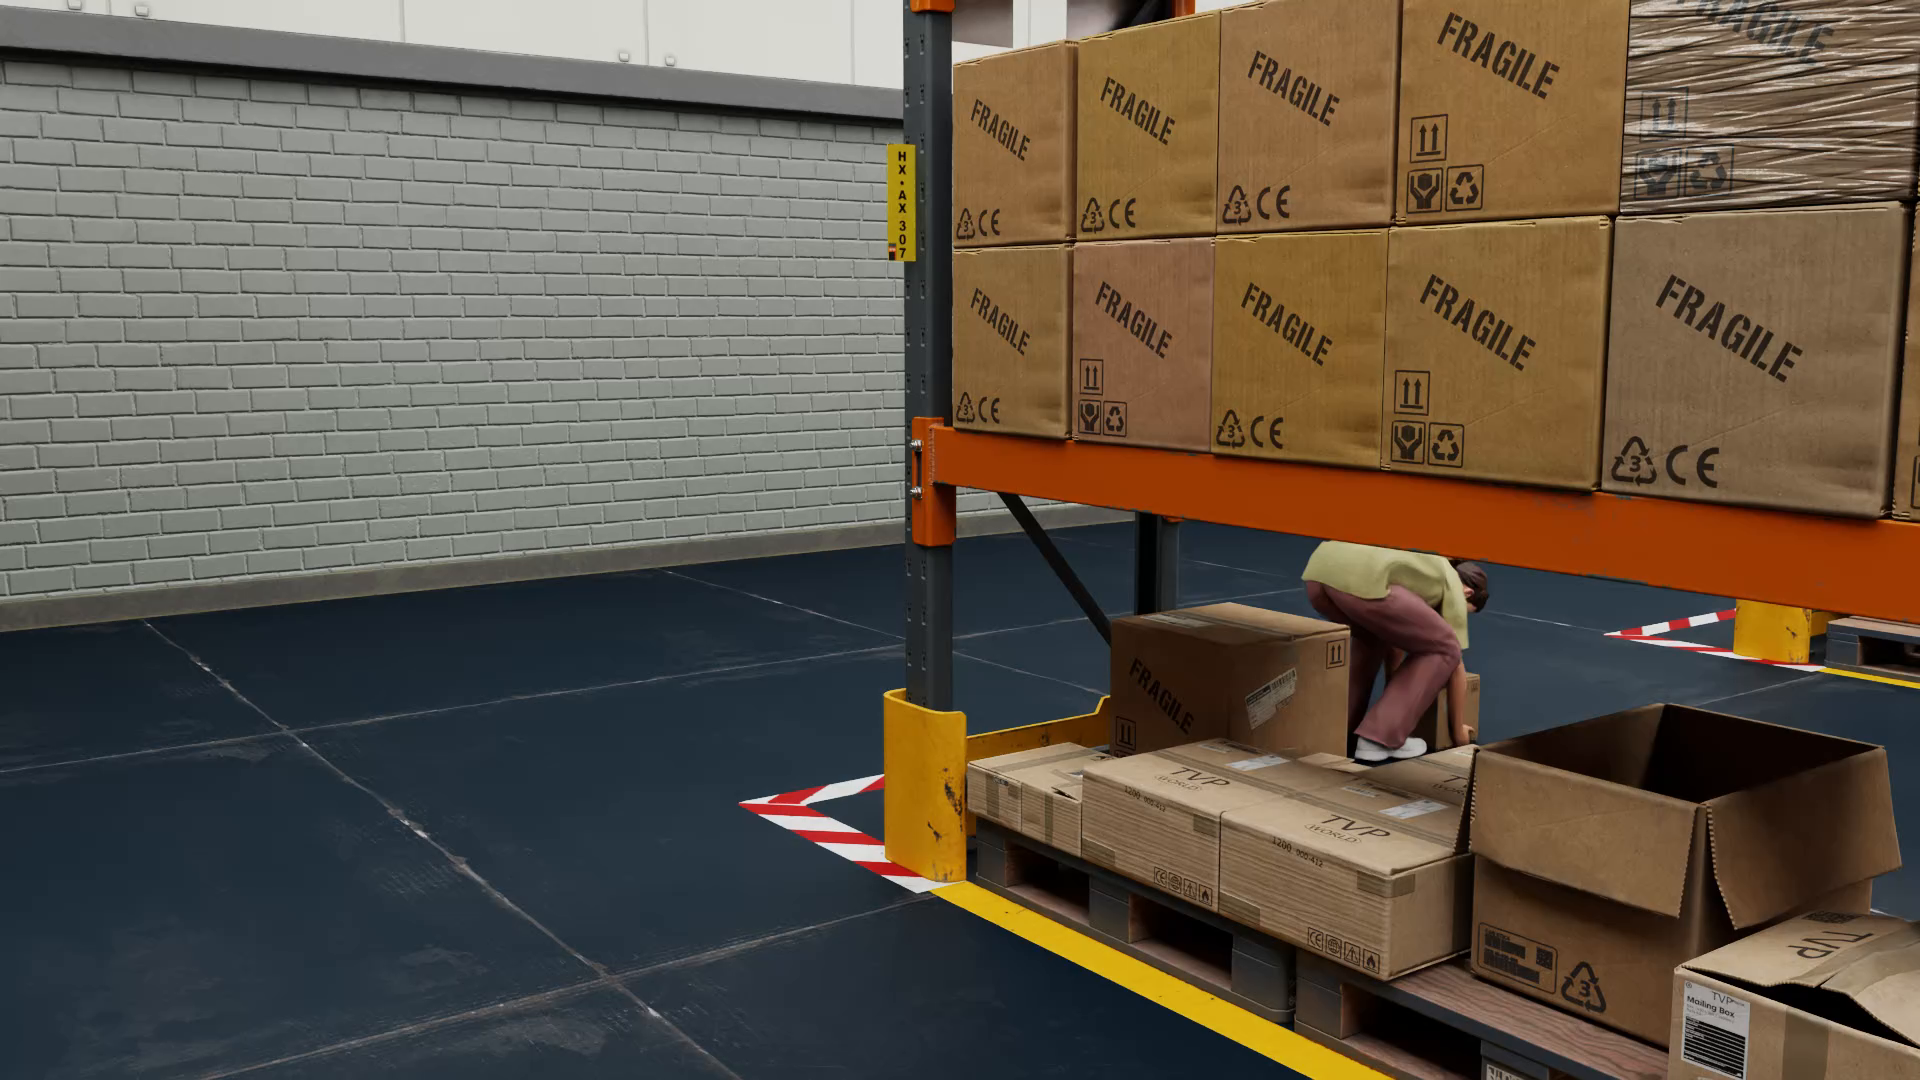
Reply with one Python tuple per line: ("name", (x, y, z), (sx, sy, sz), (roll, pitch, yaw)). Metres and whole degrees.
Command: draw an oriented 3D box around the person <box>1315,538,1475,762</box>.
("person", (1.714, 0.260, 6.251), (0.872, 1.042, 0.434), (-5, 9, -30))
